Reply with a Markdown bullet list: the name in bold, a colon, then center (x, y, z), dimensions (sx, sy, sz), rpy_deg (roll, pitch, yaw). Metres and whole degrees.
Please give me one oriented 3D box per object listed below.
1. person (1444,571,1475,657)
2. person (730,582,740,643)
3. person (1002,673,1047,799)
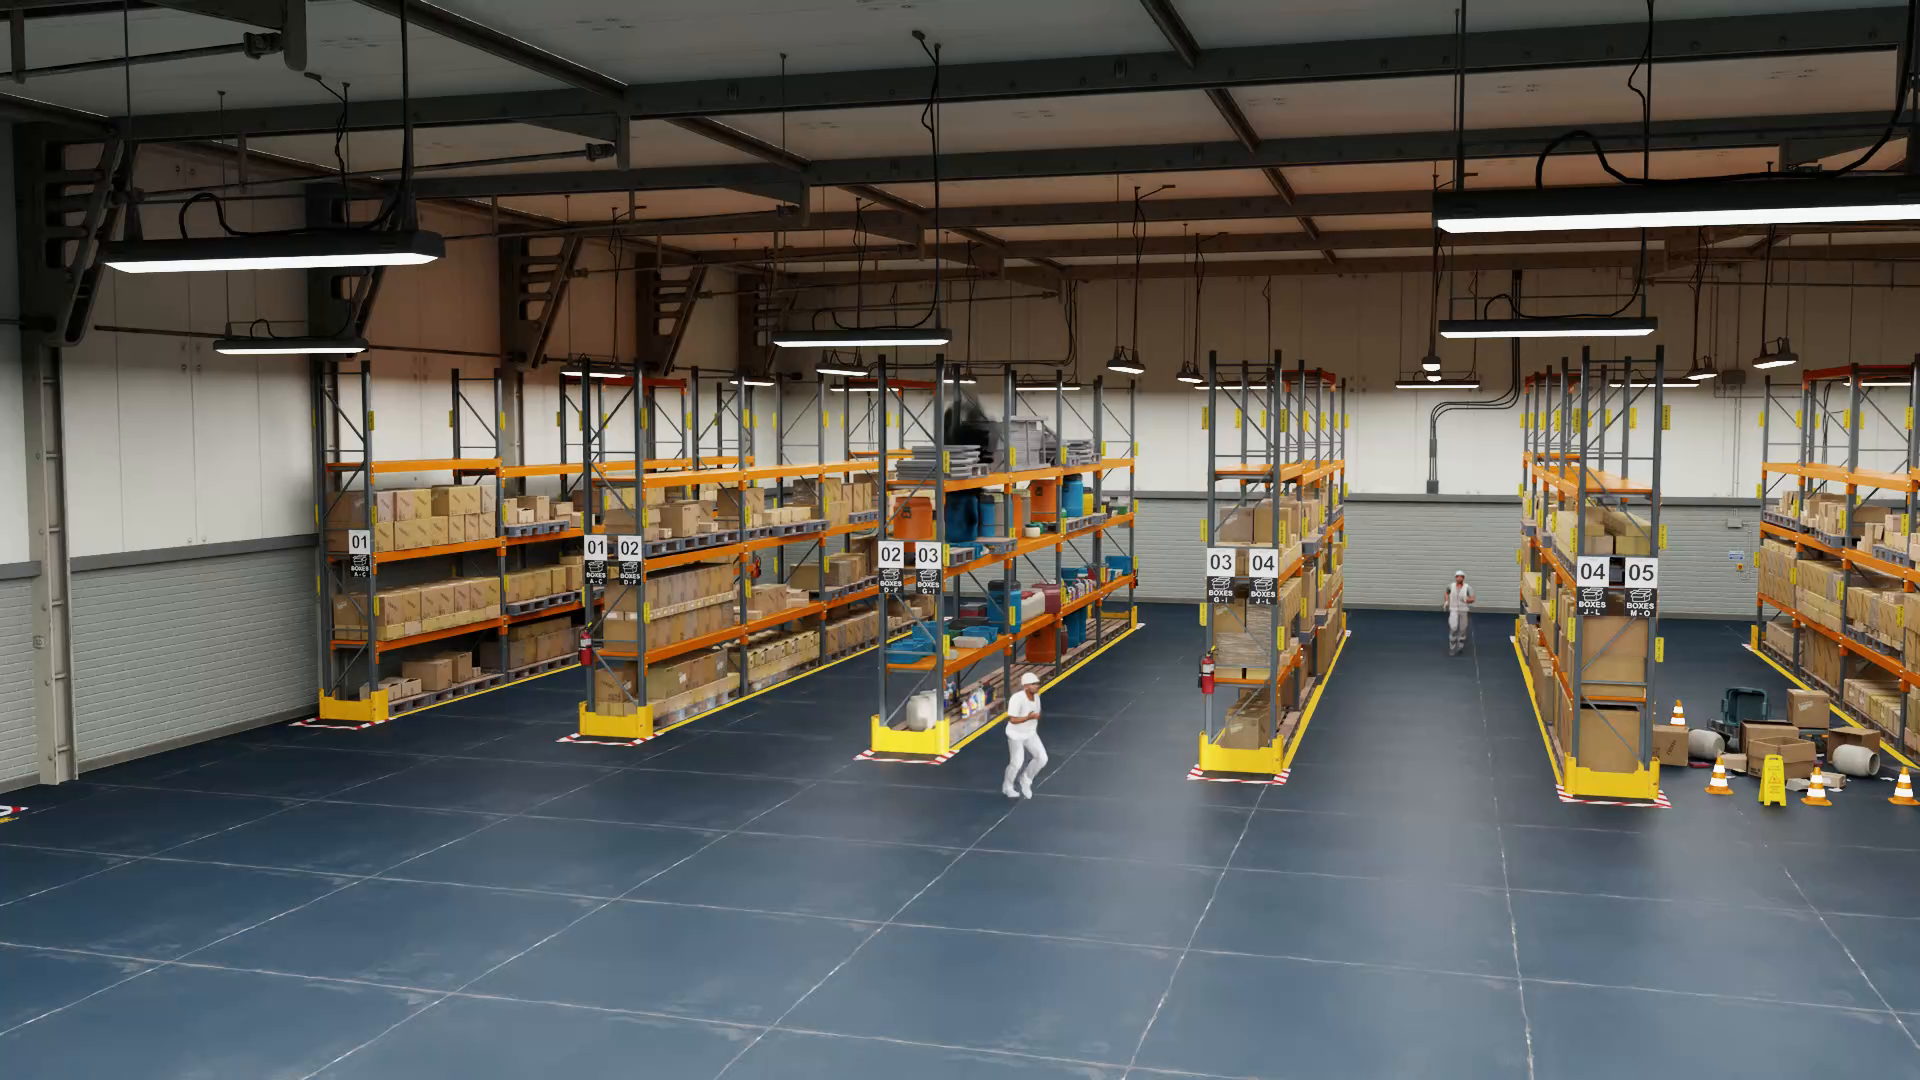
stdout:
- **person**: center (10.659, 1.565, 35.513), dimensions (0.642, 1.831, 0.778), rpy_deg (1, 4, 18)
- **person**: center (-4.642, 1.700, 34.918), dimensions (0.578, 1.608, 0.571), rpy_deg (1, 4, 14)
- **person**: center (0.843, 2.566, 21.805), dimensions (0.669, 1.700, 0.823), rpy_deg (-3, 5, -40)
